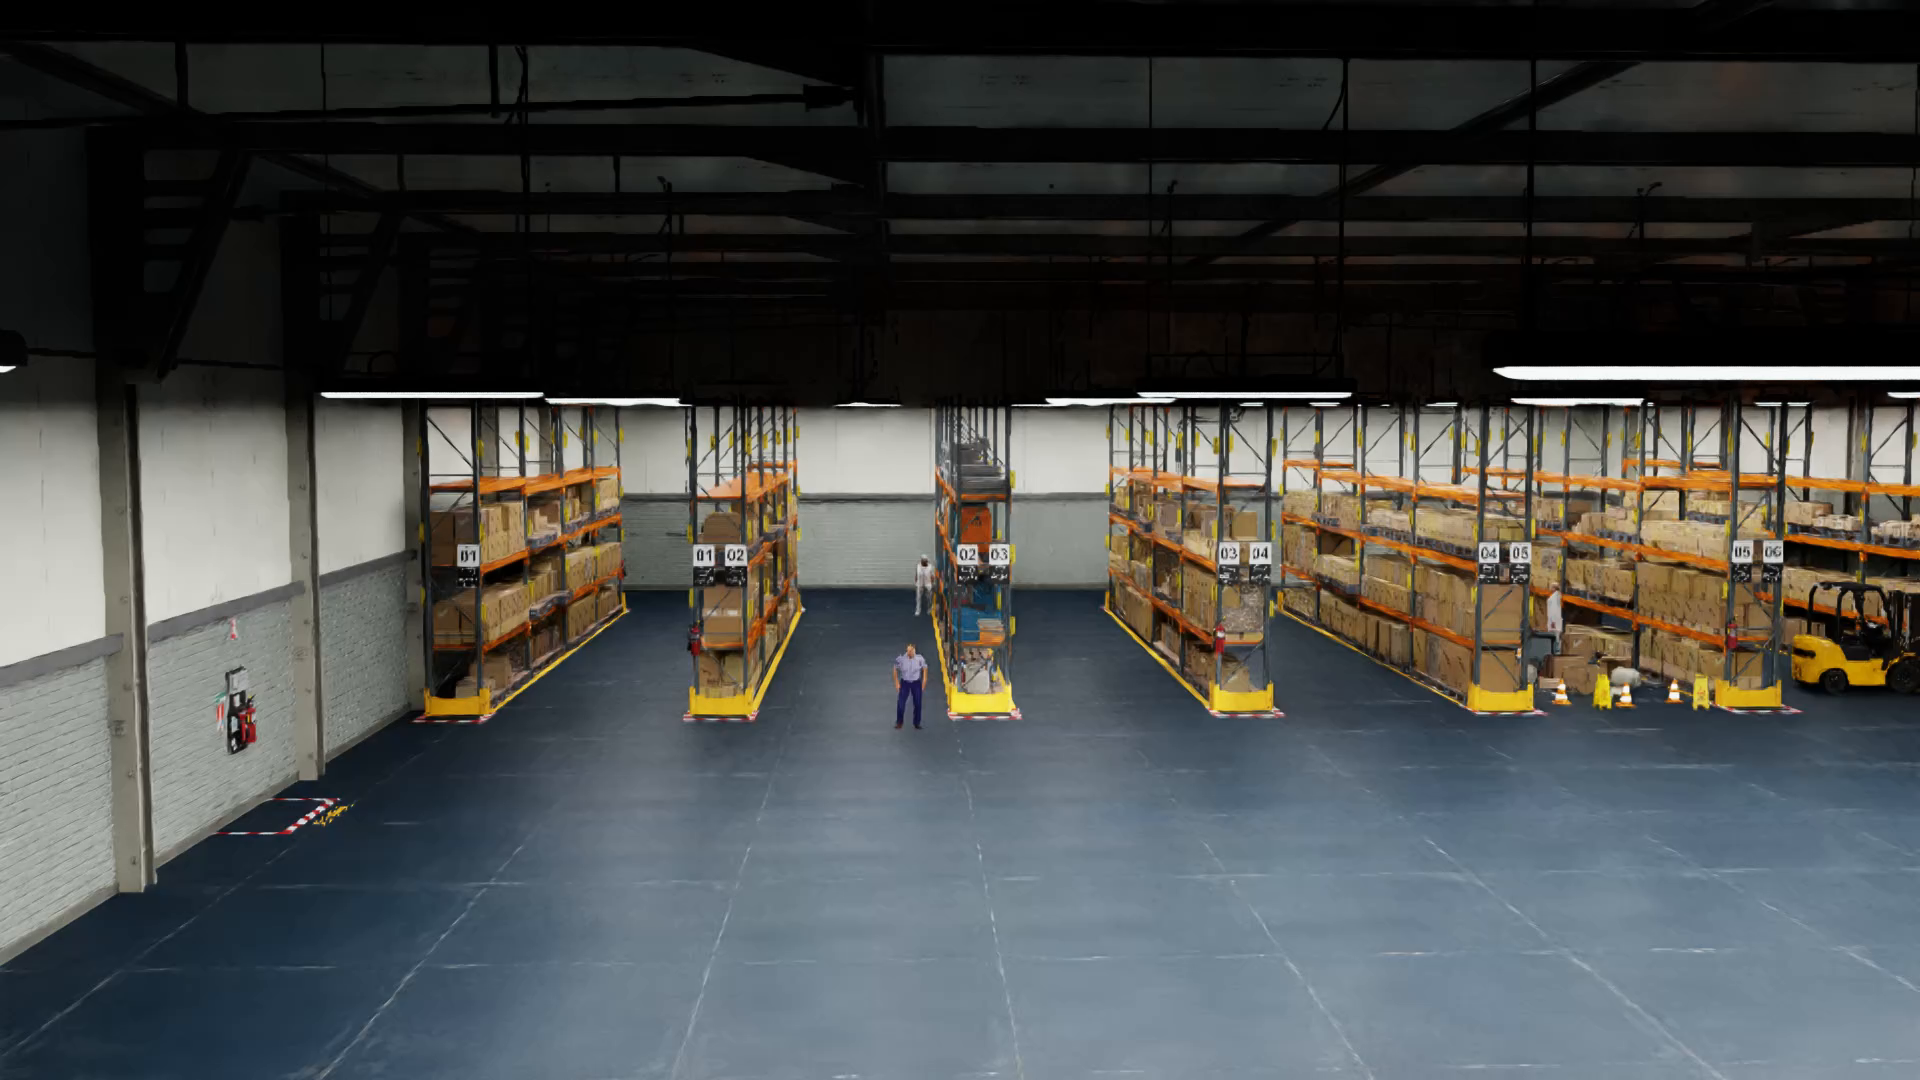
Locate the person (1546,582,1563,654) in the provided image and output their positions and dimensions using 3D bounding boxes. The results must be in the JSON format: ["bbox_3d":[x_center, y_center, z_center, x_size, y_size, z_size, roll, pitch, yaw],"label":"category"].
[{"bbox_3d":[13.498,1.835,37.914,0.555,1.781,0.631,2,5,26],"label":"person"}]

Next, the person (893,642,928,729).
[{"bbox_3d":[-0.890,2.595,29.739,0.625,1.596,0.517,0,5,-4],"label":"person"}]

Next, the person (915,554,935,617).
[{"bbox_3d":[-0.974,1.238,45.943,0.549,1.723,1.036,1,5,7],"label":"person"}]
